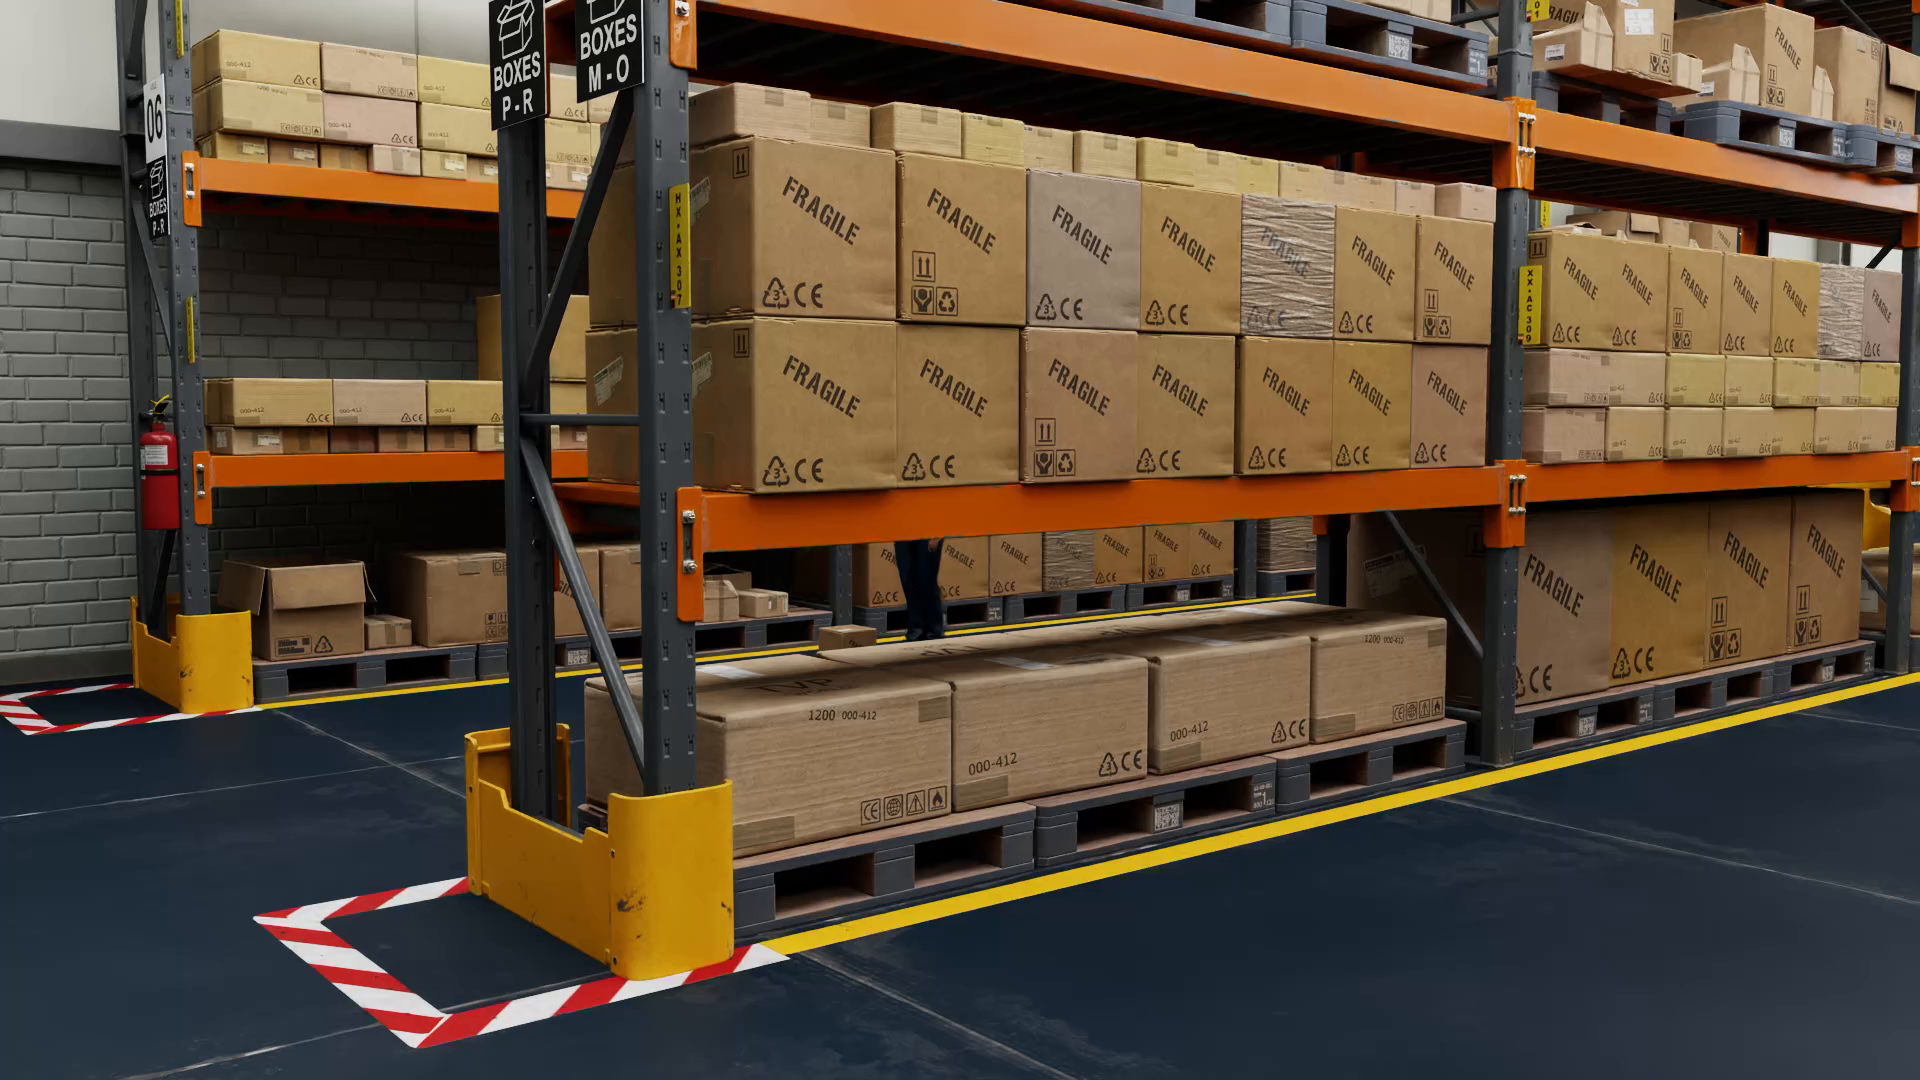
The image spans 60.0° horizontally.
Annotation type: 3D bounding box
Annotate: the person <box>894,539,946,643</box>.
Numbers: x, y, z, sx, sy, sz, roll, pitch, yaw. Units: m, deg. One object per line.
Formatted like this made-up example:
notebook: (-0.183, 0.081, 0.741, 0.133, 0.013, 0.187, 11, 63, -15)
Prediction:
person: (-0.235, -0.060, 10.034, 0.450, 1.597, 0.357, 4, 6, 45)
